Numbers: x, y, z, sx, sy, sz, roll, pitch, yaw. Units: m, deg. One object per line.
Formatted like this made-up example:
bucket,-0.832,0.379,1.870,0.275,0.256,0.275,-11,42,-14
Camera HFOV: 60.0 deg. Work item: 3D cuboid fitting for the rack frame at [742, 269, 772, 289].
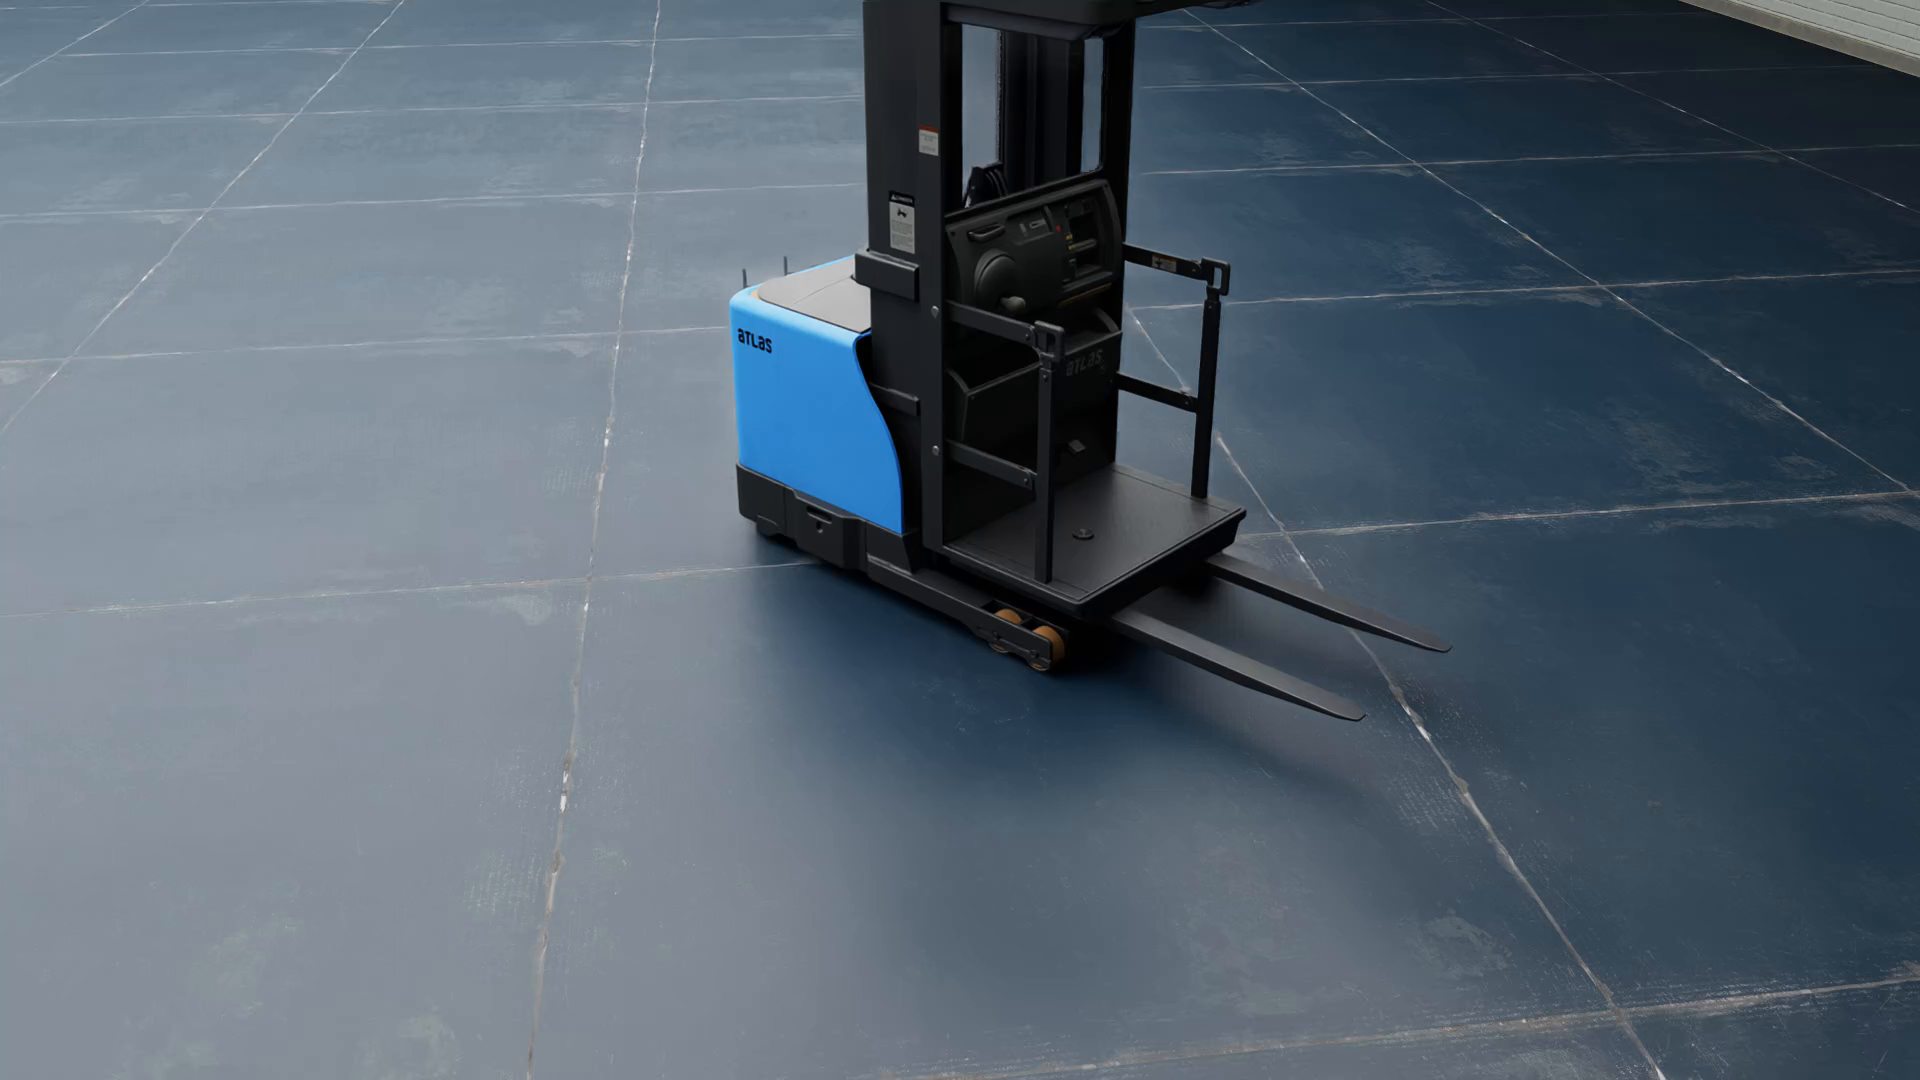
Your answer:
rack frame,-0.875,-0.687,7.439,0.200,1.050,0.008,22,35,36

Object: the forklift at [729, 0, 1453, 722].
forklift,0.448,-1.079,6.143,3.031,2.935,1.130,23,35,37

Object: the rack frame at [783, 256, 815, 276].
rack frame,-0.712,-0.770,7.601,0.200,1.050,0.008,22,35,36

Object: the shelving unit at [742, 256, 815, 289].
shelving unit,-0.794,-0.729,7.520,0.215,1.050,0.252,22,35,36
